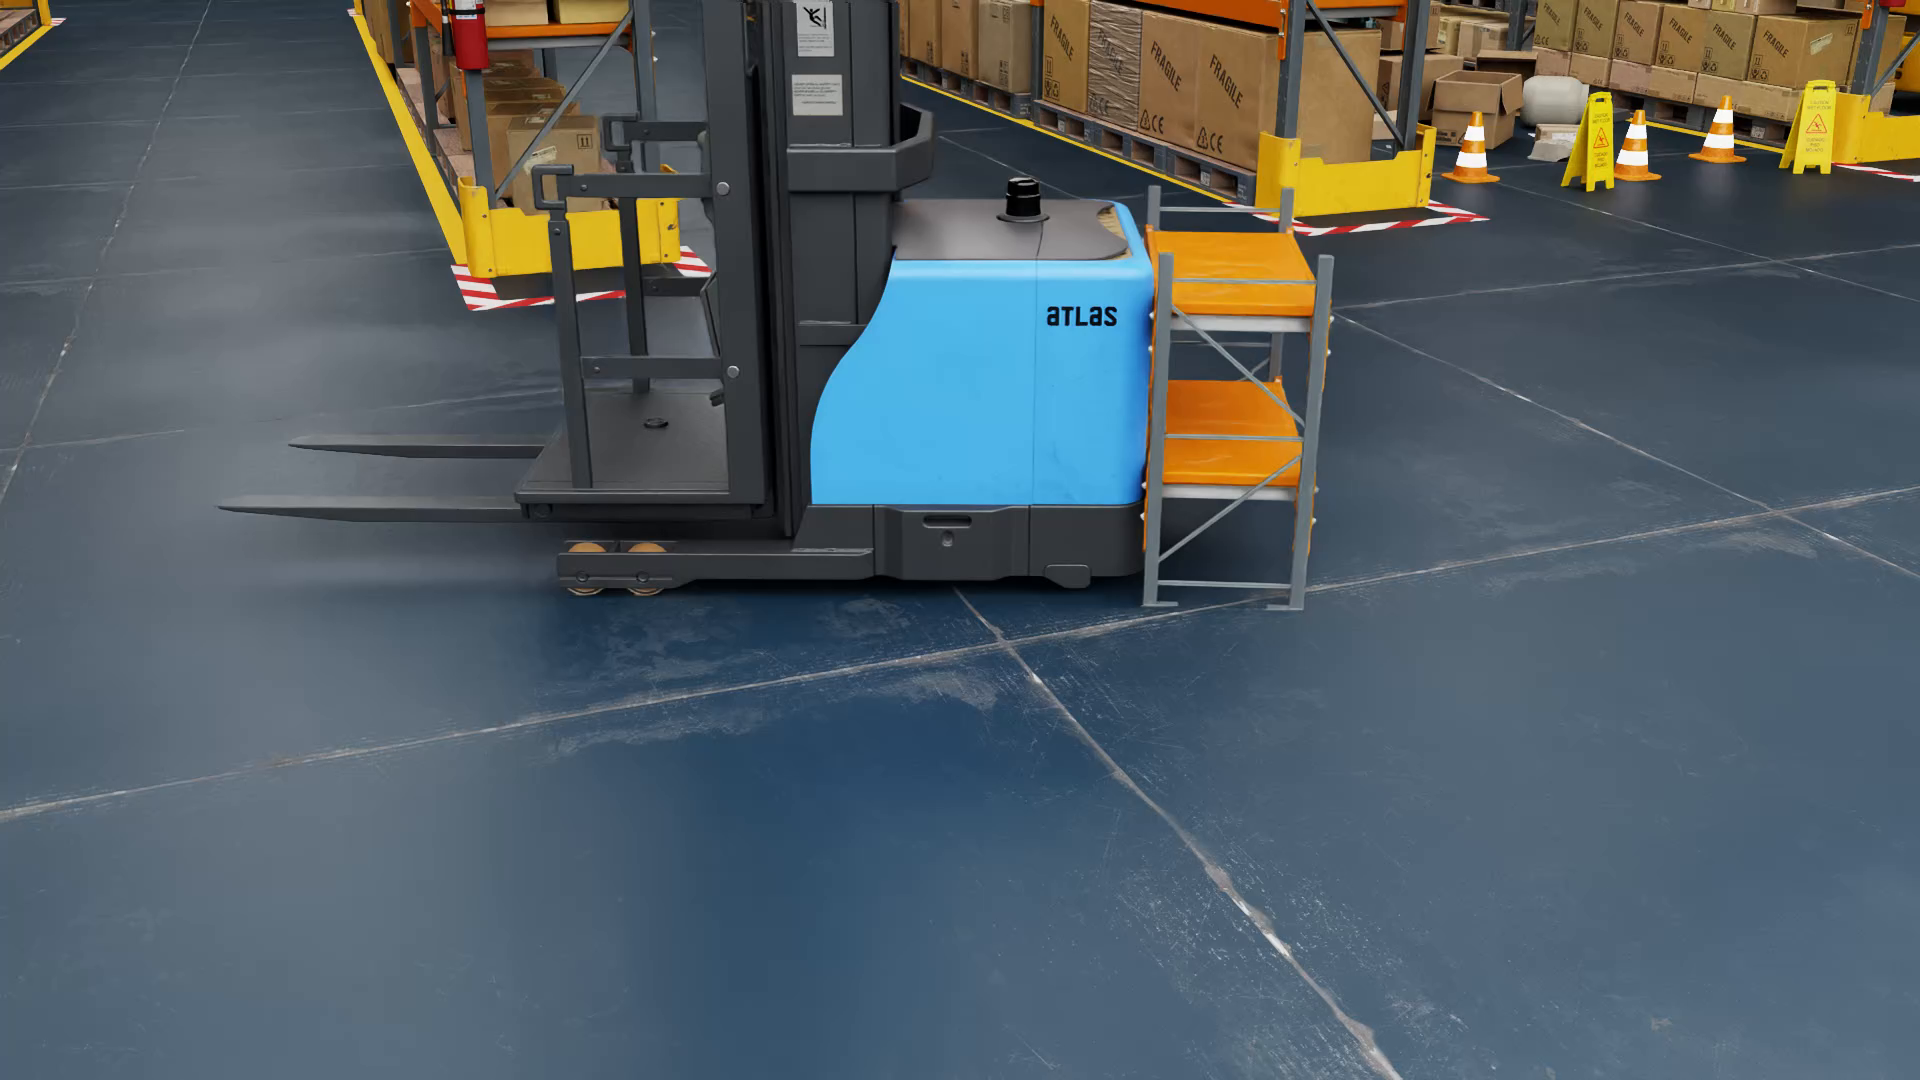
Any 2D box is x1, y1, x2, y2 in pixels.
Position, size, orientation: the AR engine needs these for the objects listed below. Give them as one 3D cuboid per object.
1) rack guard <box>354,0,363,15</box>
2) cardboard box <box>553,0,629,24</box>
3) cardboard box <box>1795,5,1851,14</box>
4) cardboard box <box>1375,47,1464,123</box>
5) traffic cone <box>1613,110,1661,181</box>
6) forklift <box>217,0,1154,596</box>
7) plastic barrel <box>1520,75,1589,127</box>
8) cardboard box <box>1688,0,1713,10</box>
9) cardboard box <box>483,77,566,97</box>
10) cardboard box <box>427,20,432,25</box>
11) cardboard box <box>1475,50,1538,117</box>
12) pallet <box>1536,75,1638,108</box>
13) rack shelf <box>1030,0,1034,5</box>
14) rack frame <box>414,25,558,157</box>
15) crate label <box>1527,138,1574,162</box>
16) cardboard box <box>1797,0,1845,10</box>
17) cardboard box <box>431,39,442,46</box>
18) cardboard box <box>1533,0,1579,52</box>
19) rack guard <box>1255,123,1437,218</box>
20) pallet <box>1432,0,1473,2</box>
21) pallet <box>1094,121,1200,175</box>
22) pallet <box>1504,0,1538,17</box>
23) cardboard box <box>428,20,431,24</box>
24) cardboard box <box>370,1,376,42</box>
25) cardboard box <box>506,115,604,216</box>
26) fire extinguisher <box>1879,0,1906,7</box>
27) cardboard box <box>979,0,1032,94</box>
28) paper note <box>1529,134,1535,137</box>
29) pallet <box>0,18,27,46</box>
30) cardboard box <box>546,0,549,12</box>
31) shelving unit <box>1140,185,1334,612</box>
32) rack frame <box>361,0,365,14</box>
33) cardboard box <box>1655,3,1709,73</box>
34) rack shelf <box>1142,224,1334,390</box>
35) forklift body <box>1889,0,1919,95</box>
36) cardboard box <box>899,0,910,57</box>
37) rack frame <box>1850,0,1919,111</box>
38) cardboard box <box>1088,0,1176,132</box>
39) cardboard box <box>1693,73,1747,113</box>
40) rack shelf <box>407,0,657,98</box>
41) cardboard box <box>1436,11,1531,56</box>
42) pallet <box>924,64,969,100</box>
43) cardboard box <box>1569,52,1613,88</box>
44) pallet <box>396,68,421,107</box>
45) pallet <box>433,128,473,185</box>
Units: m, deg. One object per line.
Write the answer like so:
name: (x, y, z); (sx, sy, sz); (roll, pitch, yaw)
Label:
rack guard: (-7.831, -7.606, 23.152); (1.175, 0.500, 0.348); (-8, 24, -19)
cardboard box: (-2.048, -2.956, 9.225); (0.380, 0.149, 0.250); (-8, 24, -19)
cardboard box: (6.877, -4.096, 13.641); (0.500, 0.500, 0.500); (-9, 25, -21)
cardboard box: (3.774, -3.837, 14.031); (0.797, 0.637, 0.503); (-8, 24, -19)
traffic cone: (4.824, -2.830, 11.868); (0.336, 0.463, 0.334); (-8, 24, -19)
forklift: (-0.913, -1.377, 5.243); (3.031, 2.935, 1.130); (0, 23, 1)
plastic barrel: (4.955, -3.651, 13.867); (0.512, 0.421, 0.421); (8, 24, 18)
cardboard box: (6.204, -4.433, 13.606); (0.380, 0.149, 0.250); (-7, 24, -17)
cardboard box: (-2.977, -2.858, 11.346); (0.500, 0.500, 0.500); (-11, 25, -24)
cardboard box: (-4.533, -4.453, 15.104); (0.700, 0.500, 0.500); (-10, 25, -23)
cardboard box: (4.793, -4.022, 14.646); (0.500, 0.500, 0.500); (8, 24, 18)
pallet: (5.958, -4.225, 15.501); (1.003, 0.211, 1.213); (-8, 24, -19)
rack shelf: (0.386, -5.428, 15.693); (1.077, 0.370, 4.000); (-8, 24, -19)
rack frame: (-3.583, -4.389, 12.301); (1.000, 3.000, 0.127); (-8, 24, -19)
crate label: (4.488, -2.957, 12.589); (0.298, 0.136, 0.250); (18, 29, 36)
cardboard box: (9.868, -6.001, 18.644); (0.875, 0.625, 0.625); (-9, 24, -20)
cardboard box: (-3.931, -3.842, 13.655); (0.700, 0.500, 0.500); (-8, 24, -19)
cardboard box: (5.644, -4.769, 15.238); (0.500, 0.500, 0.500); (-7, 24, -16)
rack guard: (2.514, -2.419, 10.845); (1.175, 0.500, 0.348); (-8, 24, -19)
pallet: (7.262, -8.302, 25.177); (1.003, 0.211, 1.213); (-8, 24, -19)
pallet: (1.723, -3.017, 12.636); (1.003, 0.211, 1.213); (-8, 24, -19)
pallet: (8.261, -7.319, 22.842); (1.003, 0.211, 1.213); (-8, 24, -19)
cardboard box: (-4.535, -4.808, 14.982); (0.500, 0.250, 0.500); (-6, 23, -13)
cardboard box: (-5.528, -5.635, 17.453); (1.225, 0.875, 0.875); (-8, 24, -19)
cardboard box: (-2.375, -2.206, 9.801); (0.500, 0.500, 0.500); (-4, 23, -9)
fire extinguisher: (6.710, -4.155, 11.845); (0.296, 0.674, 0.183); (-8, 24, -19)
cardboard box: (0.789, -4.403, 14.690); (1.050, 0.750, 0.750); (-8, 24, -19)
paper note: (4.745, -3.321, 13.606); (0.148, 0.019, 0.142); (0, 23, -1)
pallet: (-11.774, -6.037, 19.802); (1.003, 0.211, 1.213); (-8, 24, -19)
cardboard box: (-2.300, -3.230, 9.876); (0.380, 0.149, 0.250); (-8, 24, -19)
shelving unit: (0.865, -0.504, 5.497); (0.538, 1.125, 1.048); (2, 23, 4)
rack frame: (-7.822, -8.749, 22.646); (1.000, 3.000, 0.127); (-8, 24, -19)
cardboard box: (6.215, -4.196, 13.878); (0.500, 0.500, 0.500); (-9, 24, -20)
rack shelf: (0.865, -0.774, 5.383); (0.538, 0.278, 1.000); (2, 23, 4)
forklift body: (9.367, -5.025, 14.904); (2.313, 2.155, 1.214); (-8, 24, -19)
cardboard box: (-0.189, -5.409, 17.078); (1.050, 0.750, 0.750); (-9, 24, -20)
rack frame: (7.101, -4.295, 12.079); (1.000, 3.000, 0.127); (-8, 24, -19)
cardboard box: (1.571, -3.682, 12.819); (0.875, 0.875, 0.875); (-8, 24, -19)
cardboard box: (6.388, -3.668, 13.590); (0.500, 0.250, 0.500); (-8, 24, -19)
rack shelf: (-2.877, -3.331, 10.717); (1.077, 0.370, 4.000); (-8, 24, -19)
cardboard box: (5.243, -5.182, 17.026); (0.950, 0.372, 0.625); (-7, 24, -16)
pallet: (0.315, -4.462, 16.064); (1.003, 0.211, 1.213); (-8, 24, -19)
cardboard box: (5.843, -4.231, 14.927); (0.500, 0.250, 0.500); (-7, 24, -16)
pallet: (-4.722, -4.273, 15.617); (1.003, 0.211, 1.213); (-8, 24, -19)
pallet: (-3.313, -2.865, 12.275); (1.003, 0.211, 1.213); (-8, 24, -19)
